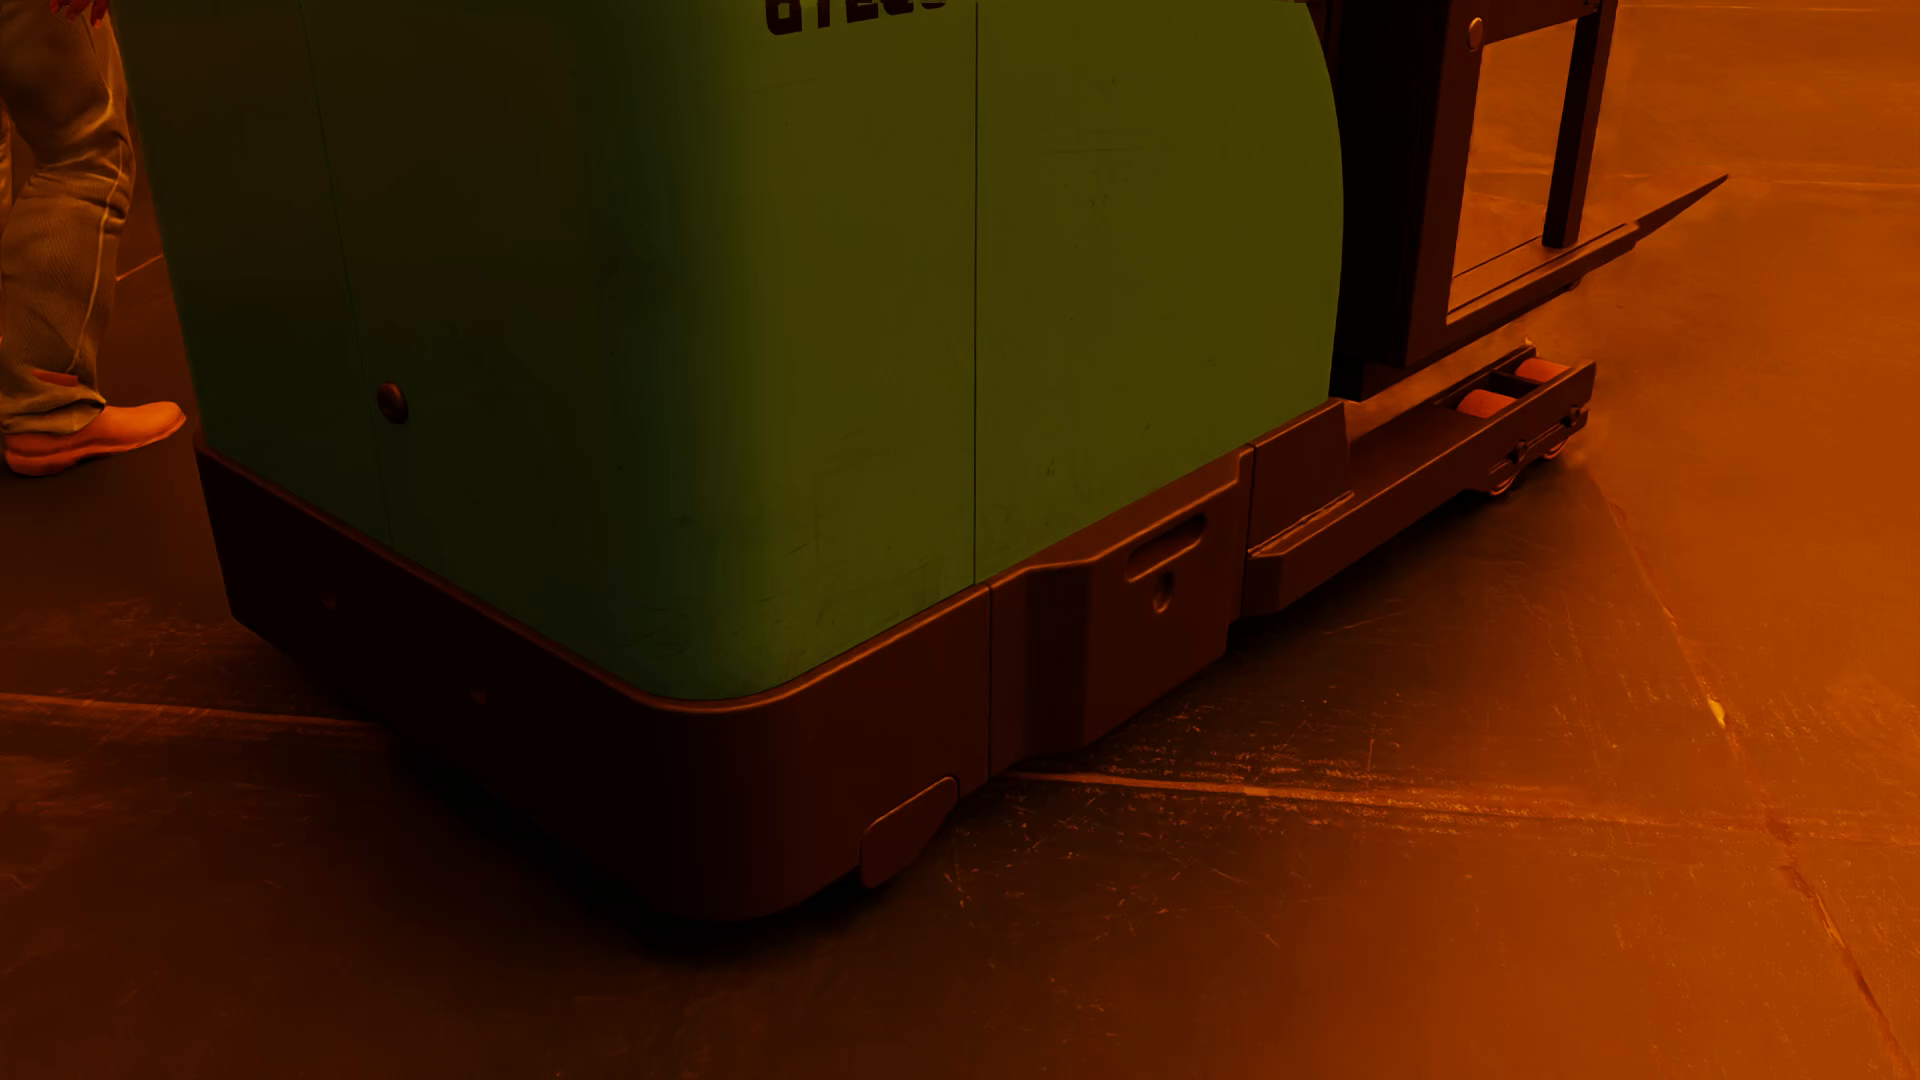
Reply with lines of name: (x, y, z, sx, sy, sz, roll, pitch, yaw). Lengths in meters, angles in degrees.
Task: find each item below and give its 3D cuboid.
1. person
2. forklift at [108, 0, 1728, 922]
person: (-1.547, -0.980, 2.558, 0.883, 1.733, 0.472, 13, 29, 24)
forklift: (0.405, -1.517, 2.258, 1.130, 2.935, 3.031, 22, 34, 37)
